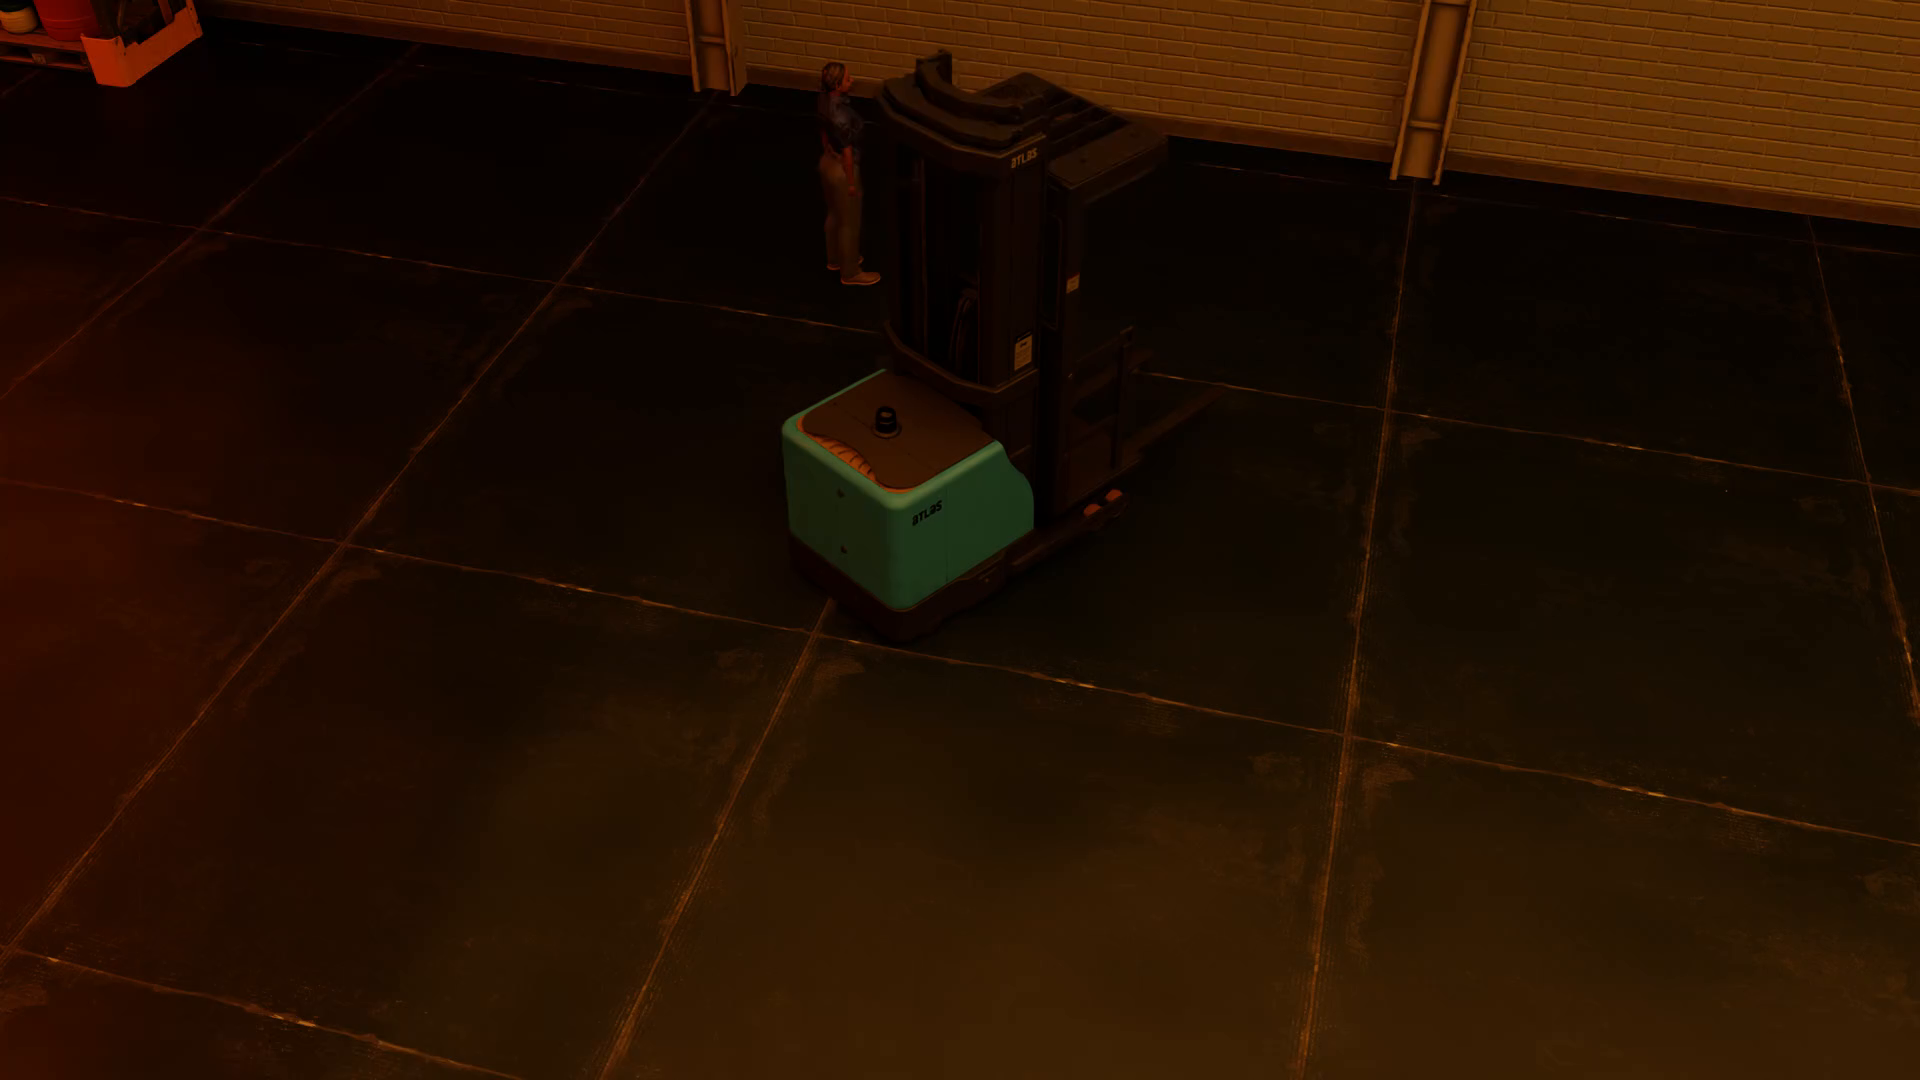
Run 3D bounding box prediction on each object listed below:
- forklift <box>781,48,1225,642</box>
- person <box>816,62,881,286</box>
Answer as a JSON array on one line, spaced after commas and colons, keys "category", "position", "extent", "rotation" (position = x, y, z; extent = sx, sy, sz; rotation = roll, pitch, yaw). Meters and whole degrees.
[{"category": "forklift", "position": [0.405, -1.384, 9.440], "extent": [3.031, 2.935, 1.130], "rotation": [-32, 50, -31]}, {"category": "person", "position": [-0.814, -2.603, 11.809], "extent": [0.340, 1.647, 0.453], "rotation": [-17, 44, -19]}]
